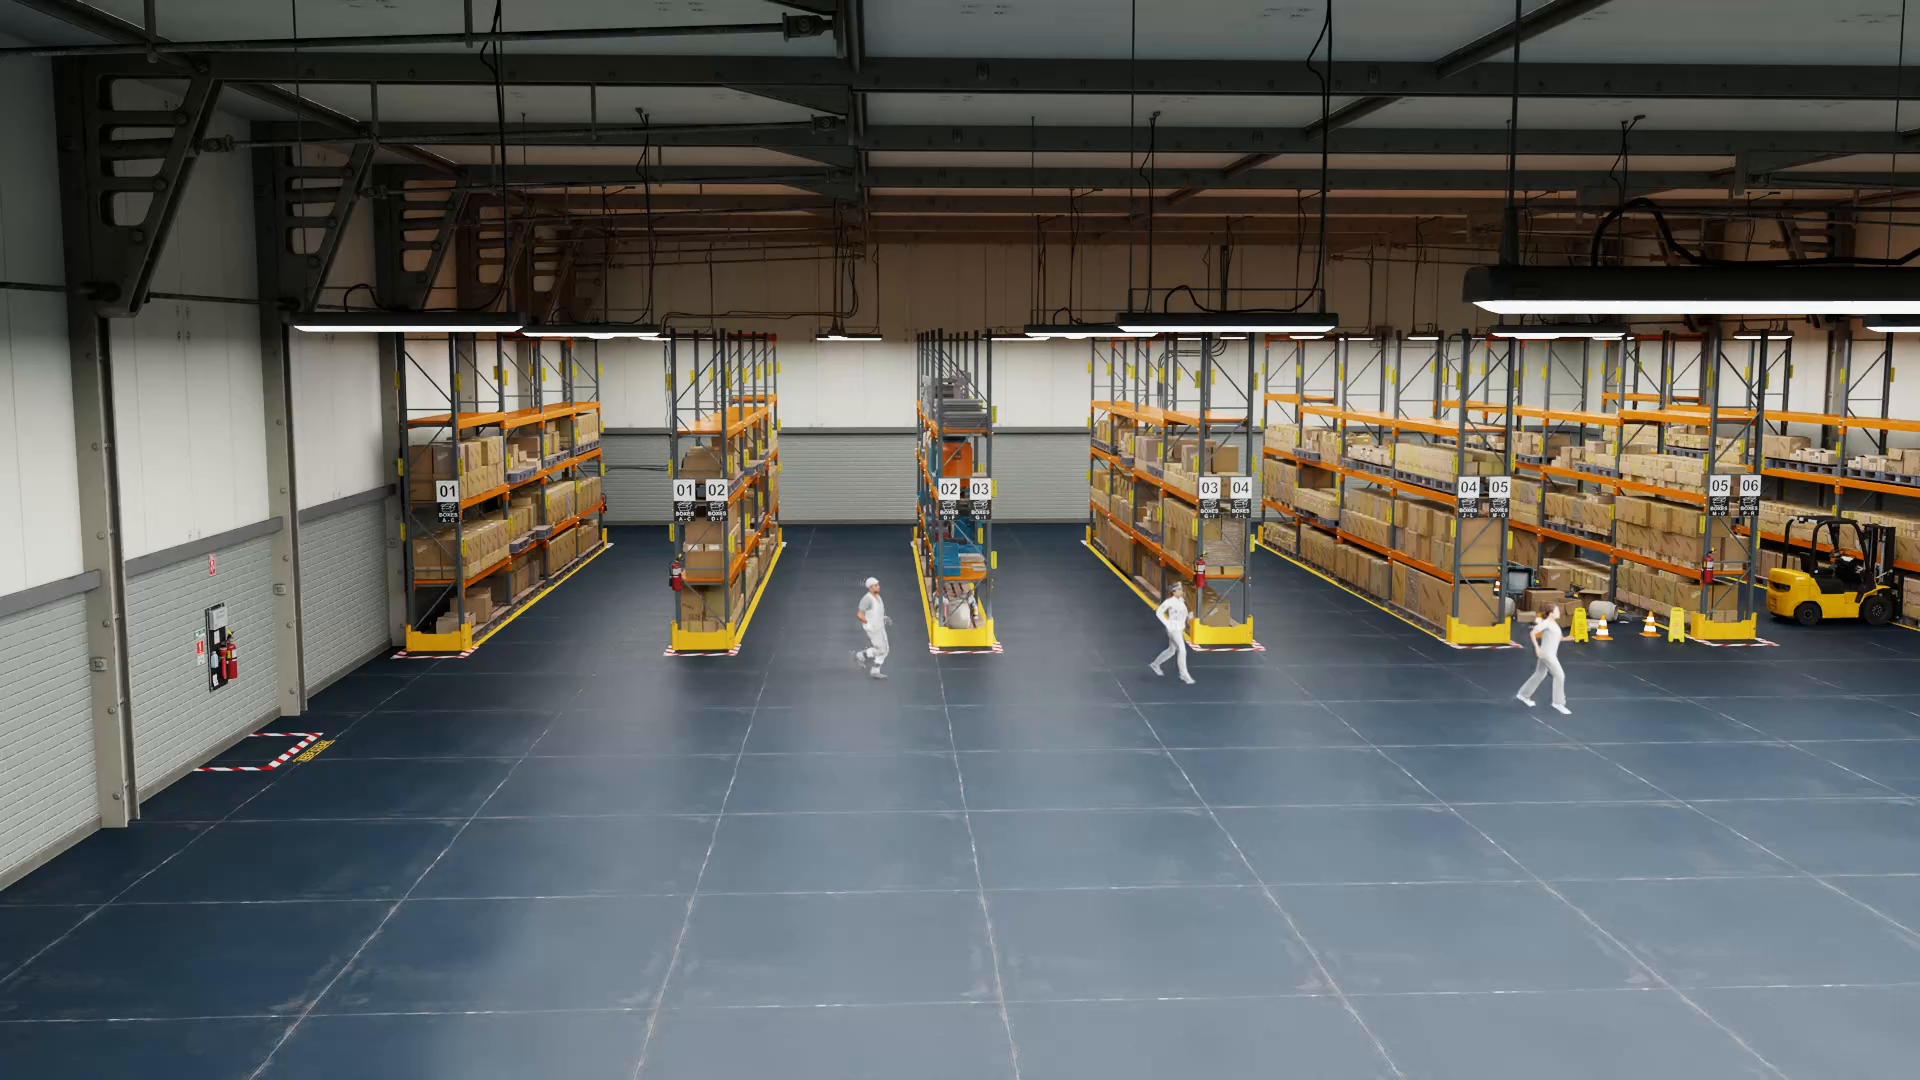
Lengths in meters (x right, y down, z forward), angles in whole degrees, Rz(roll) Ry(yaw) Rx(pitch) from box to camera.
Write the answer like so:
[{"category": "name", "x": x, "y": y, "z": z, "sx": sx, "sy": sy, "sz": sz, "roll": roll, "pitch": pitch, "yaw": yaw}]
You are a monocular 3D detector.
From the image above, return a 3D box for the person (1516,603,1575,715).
[{"category": "person", "x": 9.133, "y": 1.846, "z": 25.935, "sx": 0.856, "sy": 1.687, "sz": 0.535, "roll": 3, "pitch": 8, "yaw": 27}]

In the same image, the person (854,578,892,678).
[{"category": "person", "x": -1.501, "y": 1.507, "z": 28.580, "sx": 0.591, "sy": 1.732, "sz": 0.673, "roll": 3, "pitch": 7, "yaw": 23}]

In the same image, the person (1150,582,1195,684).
[{"category": "person", "x": 3.648, "y": 1.550, "z": 28.327, "sx": 0.867, "sy": 1.723, "sz": 0.596, "roll": 4, "pitch": 8, "yaw": 33}]
